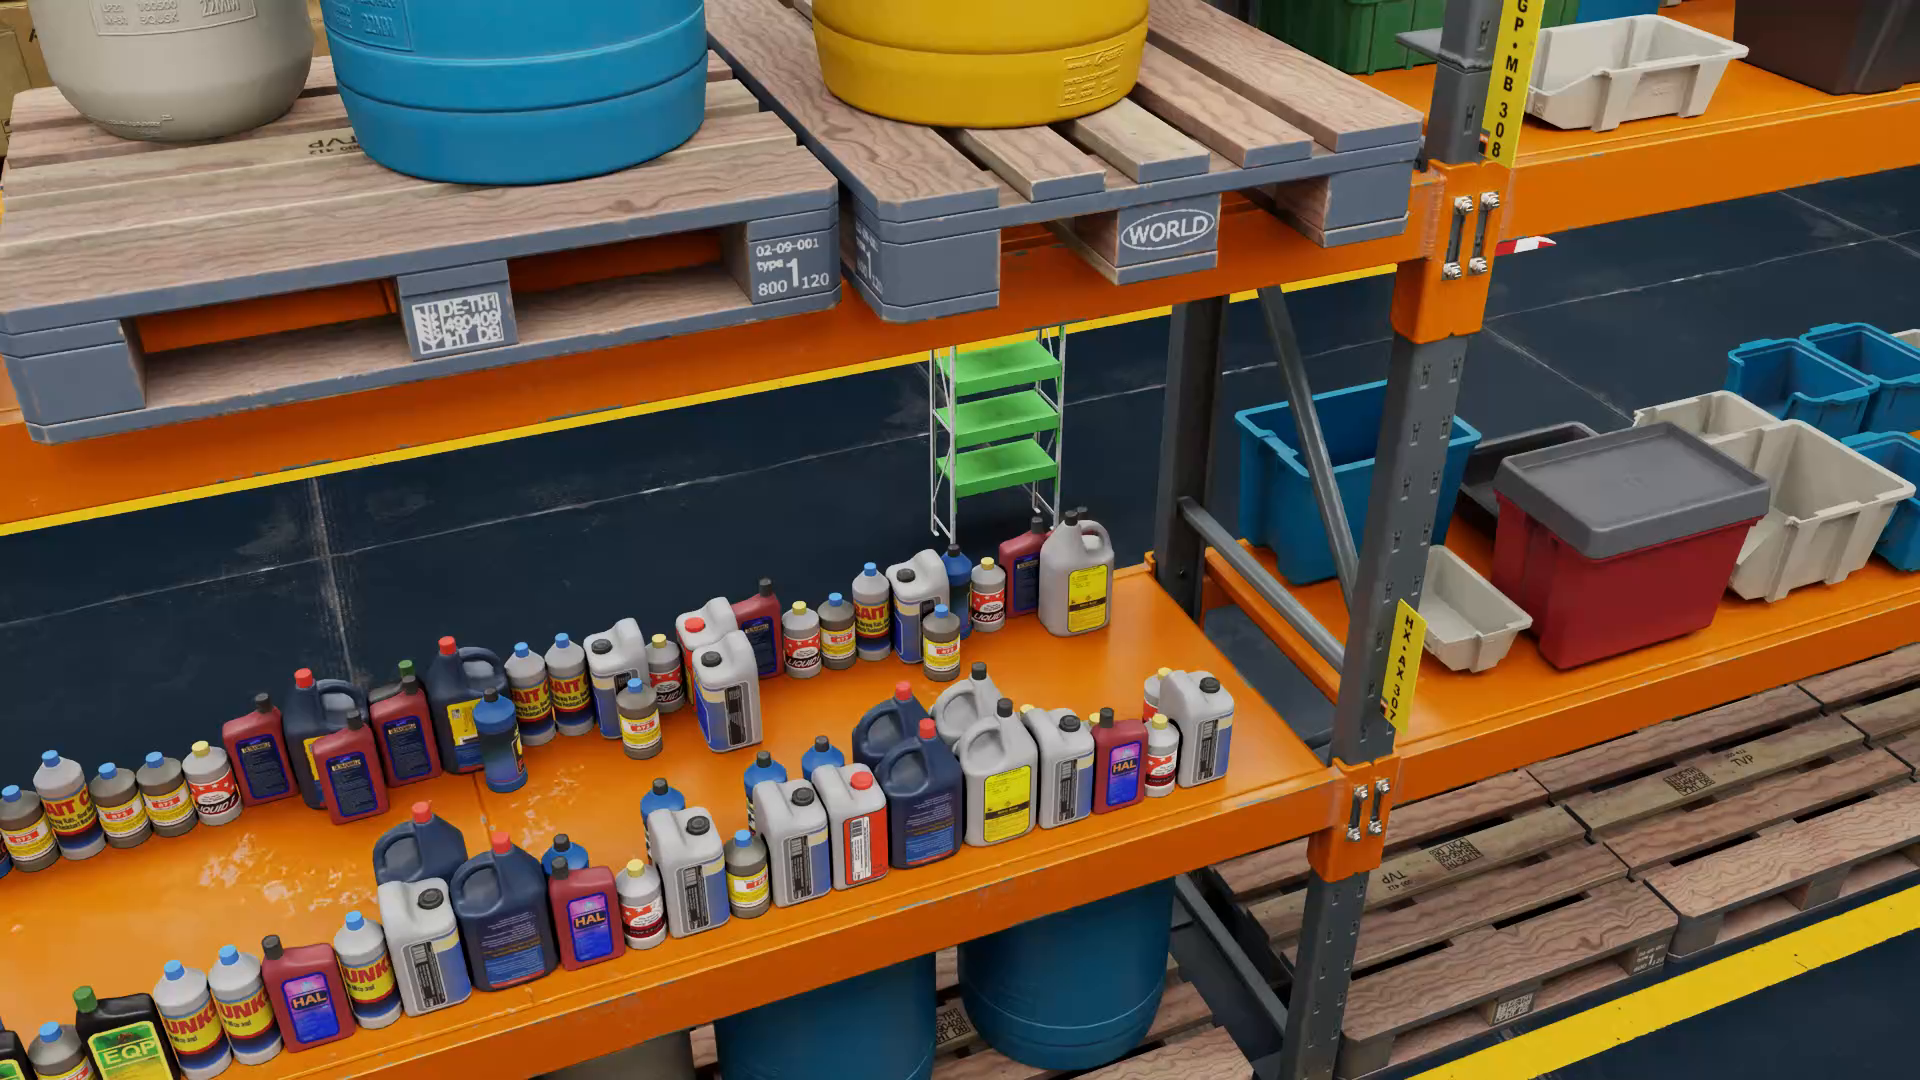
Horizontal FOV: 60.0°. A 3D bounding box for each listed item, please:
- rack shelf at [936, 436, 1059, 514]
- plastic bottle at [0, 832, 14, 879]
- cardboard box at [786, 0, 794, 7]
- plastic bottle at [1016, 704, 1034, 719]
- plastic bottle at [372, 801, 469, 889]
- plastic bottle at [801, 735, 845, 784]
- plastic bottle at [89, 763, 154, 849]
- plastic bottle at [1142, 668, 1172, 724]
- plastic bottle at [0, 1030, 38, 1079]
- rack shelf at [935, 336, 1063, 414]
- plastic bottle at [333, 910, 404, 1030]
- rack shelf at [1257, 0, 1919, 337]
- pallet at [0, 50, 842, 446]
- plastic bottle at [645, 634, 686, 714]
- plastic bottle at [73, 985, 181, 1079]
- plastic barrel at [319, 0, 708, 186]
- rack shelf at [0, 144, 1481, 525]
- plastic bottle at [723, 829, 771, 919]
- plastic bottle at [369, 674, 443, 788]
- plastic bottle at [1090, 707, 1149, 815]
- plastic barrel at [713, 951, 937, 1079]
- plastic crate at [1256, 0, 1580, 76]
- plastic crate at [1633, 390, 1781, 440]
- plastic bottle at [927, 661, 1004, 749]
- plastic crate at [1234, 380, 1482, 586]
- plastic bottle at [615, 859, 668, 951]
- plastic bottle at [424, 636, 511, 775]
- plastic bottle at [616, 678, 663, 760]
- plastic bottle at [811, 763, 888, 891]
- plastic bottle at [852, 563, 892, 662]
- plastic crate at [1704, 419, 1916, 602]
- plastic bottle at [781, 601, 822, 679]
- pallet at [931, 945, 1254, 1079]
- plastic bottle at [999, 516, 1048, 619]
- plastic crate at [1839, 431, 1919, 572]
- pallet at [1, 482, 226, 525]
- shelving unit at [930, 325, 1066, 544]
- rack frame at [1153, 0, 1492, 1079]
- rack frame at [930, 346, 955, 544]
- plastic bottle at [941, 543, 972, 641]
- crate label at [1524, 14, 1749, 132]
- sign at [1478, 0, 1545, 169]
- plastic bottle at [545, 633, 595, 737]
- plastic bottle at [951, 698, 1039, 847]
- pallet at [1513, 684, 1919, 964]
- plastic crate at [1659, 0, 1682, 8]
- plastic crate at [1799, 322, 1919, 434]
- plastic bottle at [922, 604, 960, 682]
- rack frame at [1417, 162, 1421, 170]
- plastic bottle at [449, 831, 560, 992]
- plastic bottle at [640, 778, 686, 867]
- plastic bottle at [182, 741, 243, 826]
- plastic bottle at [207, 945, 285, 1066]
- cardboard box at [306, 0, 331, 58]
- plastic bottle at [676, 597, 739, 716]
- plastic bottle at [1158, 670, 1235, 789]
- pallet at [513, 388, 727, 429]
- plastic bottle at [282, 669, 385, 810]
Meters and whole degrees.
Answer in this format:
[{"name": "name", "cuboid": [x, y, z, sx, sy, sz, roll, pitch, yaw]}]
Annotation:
[{"name": "rack shelf", "cuboid": [0.153, -0.283, 7.142, 0.480, 0.148, 0.258, -13, 35, -19]}, {"name": "plastic bottle", "cuboid": [-2.176, 0.625, 3.656, 0.097, 0.271, 0.097, 0, 33, 0]}, {"name": "cardboard box", "cuboid": [-0.572, -2.779, 7.762, 0.500, 0.500, 0.500, -12, 35, -18]}, {"name": "plastic bottle", "cuboid": [0.158, 0.479, 3.945, 0.097, 0.201, 0.097, 0, 33, 0]}, {"name": "plastic bottle", "cuboid": [-1.121, 0.696, 3.476, 0.185, 0.351, 0.144, -13, 35, -19]}, {"name": "plastic bottle", "cuboid": [-0.307, 0.556, 3.762, 0.097, 0.271, 0.097, 0, 33, 0]}, {"name": "plastic bottle", "cuboid": [-1.907, 0.593, 3.770, 0.097, 0.201, 0.097, 0, 33, 0]}, {"name": "plastic bottle", "cuboid": [0.495, 0.402, 4.064, 0.097, 0.201, 0.097, 0, 33, 0]}, {"name": "plastic bottle", "cuboid": [-1.797, 0.994, 3.080, 0.133, 0.283, 0.061, -13, 35, -19]}, {"name": "rack shelf", "cuboid": [0.153, -0.685, 6.880, 0.480, 0.148, 0.258, -13, 35, -19]}, {"name": "plastic bottle", "cuboid": [-1.183, 0.847, 3.316, 0.097, 0.271, 0.097, 0, 33, 0]}, {"name": "rack shelf", "cuboid": [2.643, -1.246, 4.324, 4.000, 0.370, 1.077, -13, 35, -19]}, {"name": "pallet", "cuboid": [-0.931, -0.591, 2.830, 1.213, 0.211, 1.003, -13, 35, -19]}, {"name": "plastic bottle", "cuboid": [-0.747, 0.328, 4.178, 0.097, 0.201, 0.097, 0, 33, 0]}, {"name": "plastic bottle", "cuboid": [-1.585, 0.945, 3.155, 0.133, 0.283, 0.061, -13, 35, -19]}, {"name": "plastic barrel", "cuboid": [-0.716, -1.074, 2.556, 0.708, 0.901, 0.600, -13, 35, -19]}, {"name": "rack shelf", "cuboid": [-1.045, -0.402, 3.026, 4.000, 0.370, 1.077, -13, 35, -19]}, {"name": "plastic bottle", "cuboid": [-0.462, 0.711, 3.589, 0.097, 0.201, 0.097, 0, 33, 0]}, {"name": "plastic bottle", "cuboid": [-1.311, 0.448, 3.919, 0.133, 0.283, 0.061, -13, 35, -19]}, {"name": "plastic bottle", "cuboid": [0.365, 0.498, 3.841, 0.133, 0.283, 0.061, -13, 35, -19]}, {"name": "plastic barrel", "cuboid": [-0.362, 1.091, 4.361, 0.708, 0.901, 0.600, -13, 35, -19]}, {"name": "plastic crate", "cuboid": [1.072, -1.278, 3.908, 0.662, 0.188, 0.450, -13, 35, -19]}, {"name": "plastic crate", "cuboid": [2.288, -0.301, 5.150, 0.466, 0.136, 0.293, -13, 35, -19]}, {"name": "plastic bottle", "cuboid": [0.022, 0.439, 3.871, 0.185, 0.351, 0.144, -13, 35, -19]}, {"name": "plastic crate", "cuboid": [1.097, -0.157, 4.700, 0.575, 0.384, 0.392, -13, 35, -19]}, {"name": "plastic bottle", "cuboid": [-0.676, 0.760, 3.513, 0.097, 0.201, 0.097, 0, 33, 0]}, {"name": "plastic bottle", "cuboid": [-1.171, 0.376, 3.967, 0.185, 0.351, 0.144, -13, 35, -19]}, {"name": "plastic bottle", "cuboid": [-0.778, 0.425, 4.029, 0.097, 0.201, 0.097, 0, 33, 0]}, {"name": "plastic bottle", "cuboid": [-0.241, 0.613, 3.671, 0.135, 0.276, 0.152, -13, 35, -19]}, {"name": "plastic bottle", "cuboid": [-0.230, 0.180, 4.341, 0.097, 0.271, 0.097, 0, 33, 0]}, {"name": "plastic crate", "cuboid": [2.278, -0.073, 4.666, 0.530, 0.282, 0.437, -13, 35, -19]}, {"name": "plastic bottle", "cuboid": [-0.410, 0.250, 4.297, 0.097, 0.201, 0.097, 0, 33, 0]}, {"name": "pallet", "cuboid": [0.071, 1.443, 4.839, 1.213, 0.211, 1.003, -13, 35, -19]}, {"name": "plastic bottle", "cuboid": [0.172, 0.072, 4.496, 0.133, 0.283, 0.061, -13, 35, -19]}, {"name": "plastic crate", "cuboid": [2.693, -0.105, 4.760, 0.300, 0.233, 0.416, -13, 35, -19]}, {"name": "pallet", "cuboid": [-4.100, -0.485, 7.802, 1.213, 0.211, 1.003, -13, 35, -19]}, {"name": "shelving unit", "cuboid": [0.153, -0.538, 6.976, 0.503, 1.200, 0.258, -13, 35, -19]}, {"name": "rack frame", "cuboid": [0.799, 0.132, 4.297, 0.127, 3.000, 1.000, -13, 35, -19]}, {"name": "rack frame", "cuboid": [-0.072, -0.486, 6.897, 0.015, 1.200, 0.240, -13, 35, -19]}, {"name": "plastic bottle", "cuboid": [-0.017, 0.131, 4.416, 0.097, 0.271, 0.097, 0, 33, 0]}, {"name": "crate label", "cuboid": [1.362, -0.973, 3.486, 0.466, 0.136, 0.293, -13, 35, -19]}, {"name": "sign", "cuboid": [1.010, -0.852, 3.051, 0.005, 0.325, 0.100, -13, 35, -19]}, {"name": "plastic bottle", "cuboid": [-0.961, 0.347, 4.084, 0.097, 0.271, 0.097, 0, 33, 0]}, {"name": "plastic bottle", "cuboid": [0.078, 0.511, 3.759, 0.185, 0.351, 0.144, -13, 35, -19]}, {"name": "pallet", "cuboid": [2.588, 0.866, 5.725, 1.213, 0.211, 1.003, -13, 35, -19]}, {"name": "plastic crate", "cuboid": [1.824, -1.475, 4.258, 0.466, 0.136, 0.293, -13, 35, -19]}, {"name": "plastic crate", "cuboid": [2.918, -0.503, 5.371, 0.300, 0.233, 0.416, -13, 35, -19]}, {"name": "plastic bottle", "cuboid": [-0.047, 0.257, 4.286, 0.097, 0.201, 0.097, 0, 33, 0]}, {"name": "rack frame", "cuboid": [2.573, -3.204, 9.424, 0.127, 3.000, 1.000, -13, 35, -19]}, {"name": "plastic bottle", "cuboid": [-0.938, 0.744, 3.402, 0.185, 0.351, 0.144, -13, 35, -19]}, {"name": "plastic bottle", "cuboid": [-0.645, 0.634, 3.643, 0.097, 0.271, 0.097, 0, 33, 0]}, {"name": "plastic bottle", "cuboid": [-1.727, 0.552, 3.833, 0.097, 0.201, 0.097, 0, 33, 0]}, {"name": "plastic bottle", "cuboid": [-1.396, 0.896, 3.241, 0.097, 0.271, 0.097, 0, 33, 0]}, {"name": "cardboard box", "cuboid": [-2.720, -2.174, 7.363, 0.500, 0.500, 0.700, -23, 39, -31]}, {"name": "plastic bottle", "cuboid": [-0.629, 0.286, 4.174, 0.135, 0.276, 0.152, -13, 35, -19]}, {"name": "plastic bottle", "cuboid": [0.560, 0.430, 3.953, 0.135, 0.276, 0.152, -13, 35, -19]}, {"name": "pallet", "cuboid": [-1.851, -1.000, 8.594, 1.213, 0.211, 1.003, -13, 35, -19]}, {"name": "plastic bottle", "cuboid": [-1.465, 0.443, 3.864, 0.185, 0.351, 0.144, -13, 35, -19]}]
